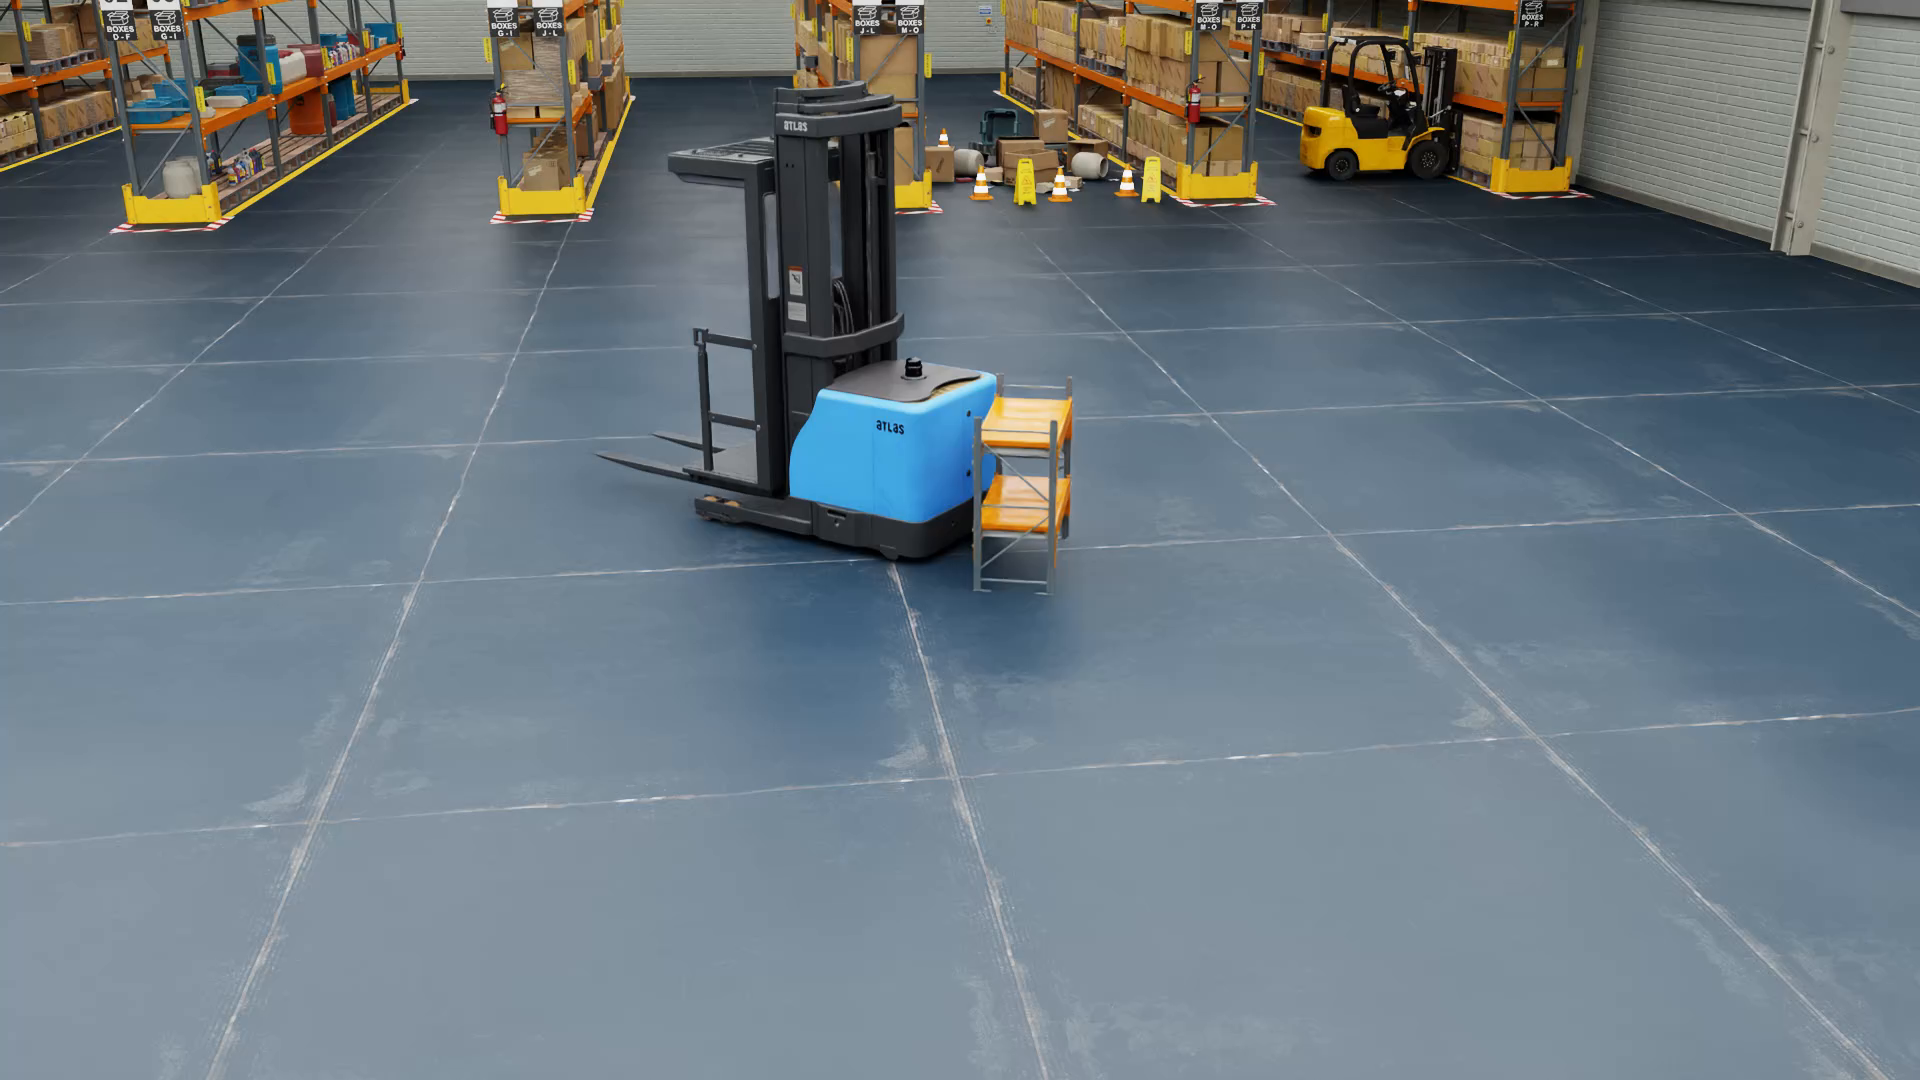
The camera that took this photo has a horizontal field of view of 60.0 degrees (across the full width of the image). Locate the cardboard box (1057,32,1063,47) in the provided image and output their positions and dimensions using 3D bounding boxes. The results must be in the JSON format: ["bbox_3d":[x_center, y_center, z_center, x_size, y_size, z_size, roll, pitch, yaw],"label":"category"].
[{"bbox_3d":[2.229,-10.005,33.218,0.500,0.250,0.500,-3,21,-9],"label":"cardboard box"}]

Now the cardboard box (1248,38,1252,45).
[{"bbox_3d":[6.640,-11.127,37.081,0.380,0.149,0.250,-2,21,-6],"label":"cardboard box"}]

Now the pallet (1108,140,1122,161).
[{"bbox_3d":[3.185,-6.911,29.419,1.003,0.211,1.213,-3,21,-8],"label":"pallet"}]

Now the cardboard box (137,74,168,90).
[{"bbox_3d":[-17.719,-9.964,36.551,0.500,0.500,0.500,-3,21,-8],"label":"cardboard box"}]

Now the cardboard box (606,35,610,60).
[{"bbox_3d":[-7.110,-9.591,32.465,0.500,0.500,0.500,-3,21,-8],"label":"cardboard box"}]

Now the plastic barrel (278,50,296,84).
[{"bbox_3d":[-11.498,-8.008,28.176,0.433,0.535,0.433,0,20,0],"label":"plastic barrel"}]

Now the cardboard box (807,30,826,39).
[{"bbox_3d":[-2.686,-9.553,31.414,0.380,0.149,0.250,-4,21,-10],"label":"cardboard box"}]

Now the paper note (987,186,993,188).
[{"bbox_3d":[0.451,-5.501,25.903,0.144,0.017,0.142,4,21,11],"label":"paper note"}]

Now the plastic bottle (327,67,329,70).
[{"bbox_3d":[-11.795,-8.852,30.806,0.152,0.276,0.135,-3,21,-8],"label":"plastic bottle"}]

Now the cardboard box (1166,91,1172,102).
[{"bbox_3d":[3.380,-6.824,25.558,0.380,0.149,0.250,-3,21,-7],"label":"cardboard box"}]

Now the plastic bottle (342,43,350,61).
[{"bbox_3d":[-12.080,-9.579,32.648,0.144,0.351,0.185,-3,21,-8],"label":"plastic bottle"}]

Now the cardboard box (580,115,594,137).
[{"bbox_3d":[-6.707,-7.057,28.767,0.700,0.500,0.500,-5,21,-12],"label":"cardboard box"}]

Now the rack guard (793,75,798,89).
[{"bbox_3d":[-3.304,-10.621,38.938,1.175,0.500,0.348,-3,21,-8],"label":"rack guard"}]

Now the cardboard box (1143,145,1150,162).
[{"bbox_3d":[3.283,-6.271,27.049,0.500,0.250,0.500,-3,21,-8],"label":"cardboard box"}]

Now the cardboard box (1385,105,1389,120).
[{"bbox_3d":[8.123,-7.464,29.707,0.875,0.625,0.625,-2,21,-5],"label":"cardboard box"}]

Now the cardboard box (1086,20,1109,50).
[{"bbox_3d":[2.640,-9.368,30.844,0.500,0.500,0.500,-2,21,-5],"label":"cardboard box"}]

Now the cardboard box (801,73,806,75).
[{"bbox_3d":[-3.390,-10.495,37.652,0.380,0.149,0.250,-4,21,-10],"label":"cardboard box"}]

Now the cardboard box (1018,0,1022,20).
[{"bbox_3d":[1.592,-11.909,37.241,0.500,0.500,0.500,-3,21,-8],"label":"cardboard box"}]

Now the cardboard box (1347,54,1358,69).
[{"bbox_3d":[7.604,-8.996,31.230,0.500,0.250,0.500,-4,21,-10],"label":"cardboard box"}]

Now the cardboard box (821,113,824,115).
[{"bbox_3d":[-1.899,-7.351,29.226,1.050,0.750,0.750,-3,21,-8],"label":"cardboard box"}]

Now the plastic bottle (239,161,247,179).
[{"bbox_3d":[-10.879,-5.608,25.216,0.097,0.271,0.097,0,20,0],"label":"plastic bottle"}]

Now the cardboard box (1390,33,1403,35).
[{"bbox_3d":[8.121,-9.302,30.765,0.380,0.149,0.250,-2,21,-6],"label":"cardboard box"}]

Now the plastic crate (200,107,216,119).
[{"bbox_3d":[-10.643,-6.016,23.413,0.298,0.136,0.250,-3,21,-8],"label":"plastic crate"}]

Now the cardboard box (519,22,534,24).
[{"bbox_3d":[-6.550,-7.588,25.248,0.500,0.500,0.500,-3,21,-8],"label":"cardboard box"}]

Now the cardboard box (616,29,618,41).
[{"bbox_3d":[-7.617,-10.815,35.674,0.500,0.250,0.500,-2,21,-6],"label":"cardboard box"}]

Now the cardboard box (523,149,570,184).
[{"bbox_3d":[-6.125,-5.511,24.658,0.500,0.500,0.500,2,21,6],"label":"cardboard box"}]

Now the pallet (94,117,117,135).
[{"bbox_3d":[-17.310,-8.134,32.692,1.003,0.211,1.213,-3,21,-8],"label":"pallet"}]

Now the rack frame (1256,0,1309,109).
[{"bbox_3d":[7.056,-10.970,36.299,1.000,3.000,0.127,-3,21,-8],"label":"rack frame"}]

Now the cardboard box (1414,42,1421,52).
[{"bbox_3d":[7.995,-8.427,28.421,0.380,0.149,0.250,-3,21,-9],"label":"cardboard box"}]

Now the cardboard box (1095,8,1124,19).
[{"bbox_3d":[2.893,-10.031,32.215,0.500,0.500,0.500,-4,21,-10],"label":"cardboard box"}]

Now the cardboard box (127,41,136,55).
[{"bbox_3d":[-17.416,-10.307,34.383,0.500,0.500,0.500,-3,21,-8],"label":"cardboard box"}]

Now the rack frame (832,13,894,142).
[{"bbox_3d":[-1.585,-7.663,27.447,1.000,3.000,0.127,-3,21,-8],"label":"rack frame"}]

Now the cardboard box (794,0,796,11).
[{"bbox_3d":[-3.513,-12.304,37.875,0.500,0.500,0.500,-3,21,-8],"label":"cardboard box"}]

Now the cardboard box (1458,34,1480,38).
[{"bbox_3d":[8.601,-8.415,27.963,0.380,0.149,0.250,-3,21,-8],"label":"cardboard box"}]

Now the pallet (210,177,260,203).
[{"bbox_3d":[-11.175,-5.234,24.929,1.003,0.211,1.213,-3,21,-8],"label":"pallet"}]

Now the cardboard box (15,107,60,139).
[{"bbox_3d":[-16.671,-7.542,30.066,0.500,0.500,0.500,-2,21,-5],"label":"cardboard box"}]

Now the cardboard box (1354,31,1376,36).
[{"bbox_3d":[7.606,-9.455,31.173,0.380,0.149,0.250,-3,21,-7],"label":"cardboard box"}]

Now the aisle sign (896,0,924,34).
[{"bbox_3d":[-0.702,-7.487,23.259,0.394,0.787,0.004,-3,21,-8],"label":"aisle sign"}]

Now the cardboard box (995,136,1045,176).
[{"bbox_3d":[0.973,-6.261,27.067,0.797,0.637,0.503,-3,21,-8],"label":"cardboard box"}]

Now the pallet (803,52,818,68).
[{"bbox_3d":[-2.370,-9.200,31.835,1.213,0.211,1.003,-3,21,-8],"label":"pallet"}]

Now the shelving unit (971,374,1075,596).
[{"bbox_3d":[0.411,-0.373,10.608,0.538,1.125,1.048,3,21,8],"label":"shelving unit"}]

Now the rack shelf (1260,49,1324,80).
[{"bbox_3d":[7.345,-9.940,34.571,1.077,0.370,4.000,-3,21,-8],"label":"rack shelf"}]

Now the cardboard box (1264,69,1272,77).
[{"bbox_3d":[6.845,-10.162,36.181,0.380,0.149,0.250,-2,21,-5],"label":"cardboard box"}]

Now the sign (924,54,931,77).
[{"bbox_3d":[-0.459,-6.747,23.643,0.100,0.325,0.005,-3,21,-8],"label":"sign"}]

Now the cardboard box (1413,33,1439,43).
[{"bbox_3d":[7.962,-8.564,28.365,0.380,0.149,0.250,-2,21,-7],"label":"cardboard box"}]

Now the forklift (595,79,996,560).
[{"bbox_3d":[-1.244,-1.615,11.351,3.031,2.935,1.130,13,24,30],"label":"forklift"}]

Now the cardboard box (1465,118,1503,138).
[{"bbox_3d":[8.332,-6.512,26.265,0.500,0.250,0.500,-3,21,-7],"label":"cardboard box"}]

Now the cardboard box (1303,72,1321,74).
[{"bbox_3d":[7.545,-9.924,35.546,0.380,0.149,0.250,-4,21,-10],"label":"cardboard box"}]

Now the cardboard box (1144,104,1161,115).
[{"bbox_3d":[3.192,-6.977,26.940,0.380,0.149,0.250,-2,21,-5],"label":"cardboard box"}]

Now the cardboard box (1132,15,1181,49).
[{"bbox_3d":[3.199,-8.261,27.051,0.700,0.500,0.500,-3,21,-7],"label":"cardboard box"}]
